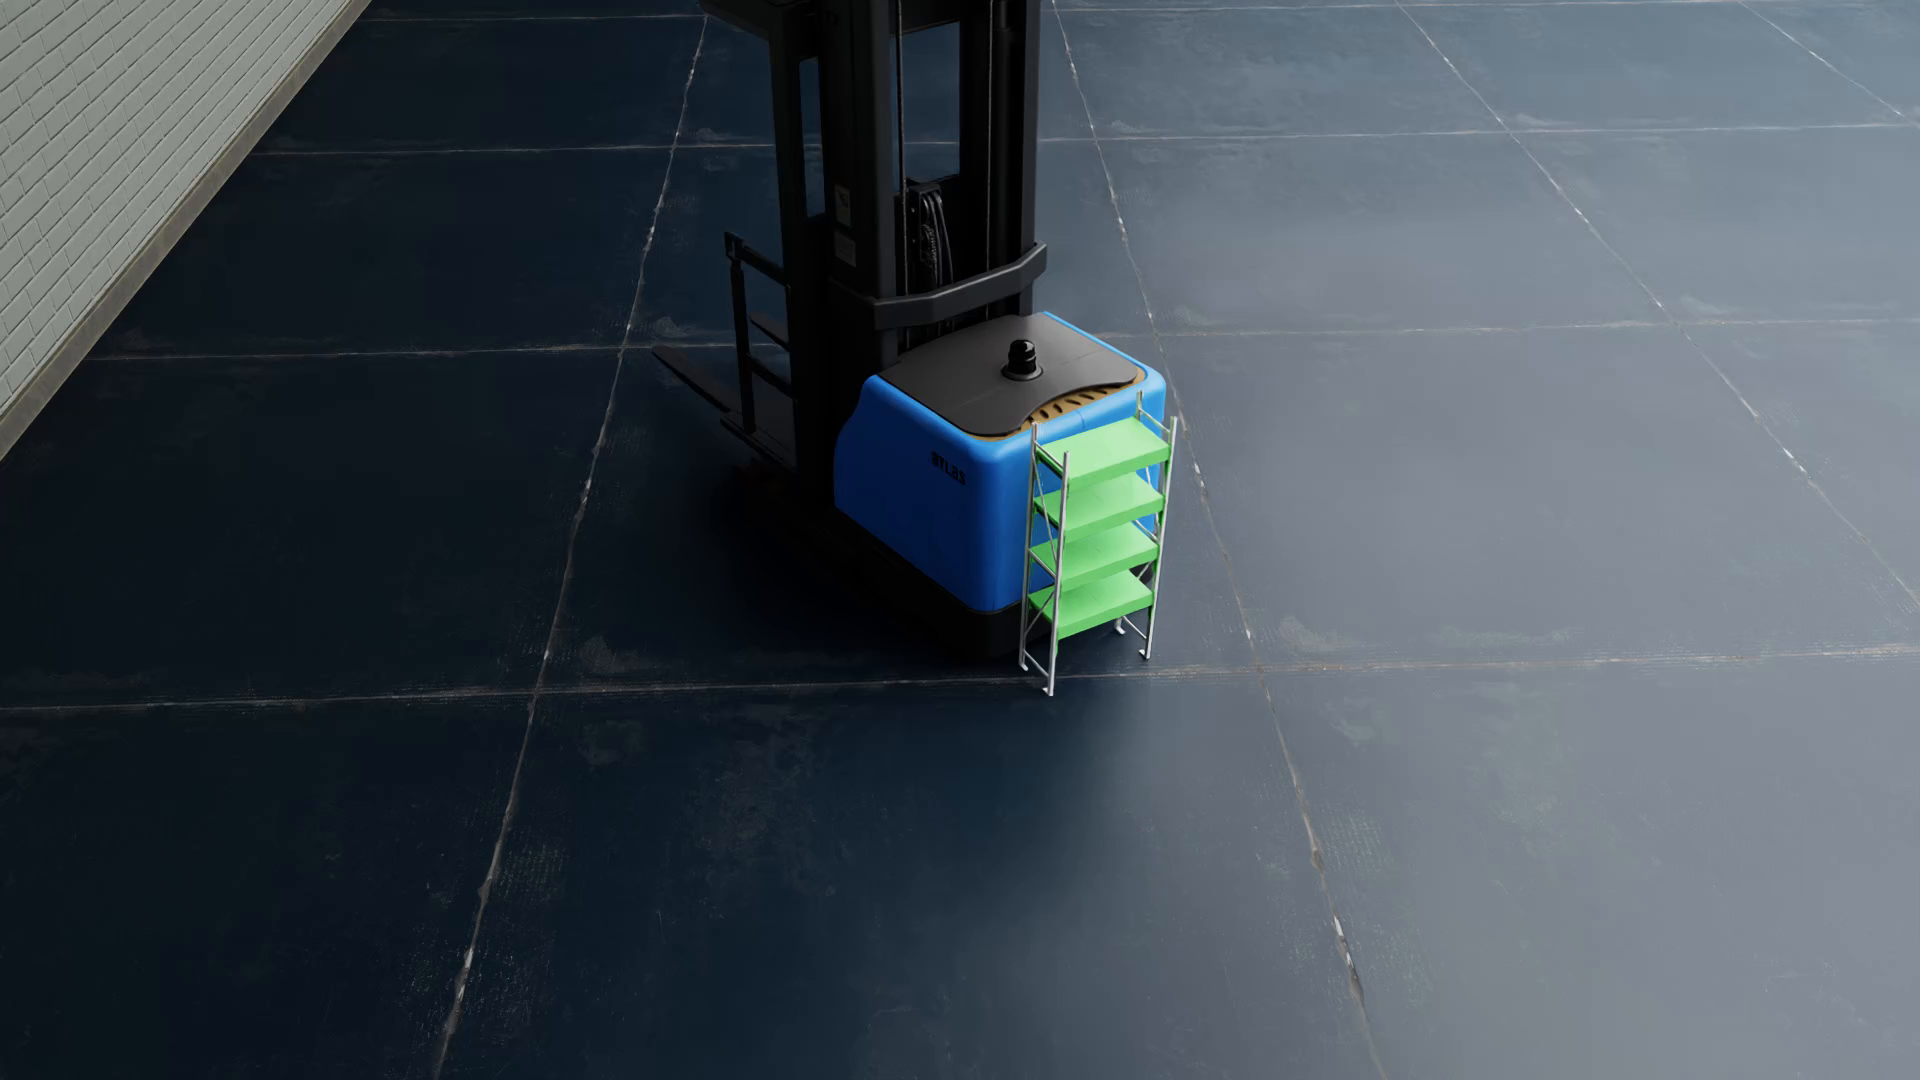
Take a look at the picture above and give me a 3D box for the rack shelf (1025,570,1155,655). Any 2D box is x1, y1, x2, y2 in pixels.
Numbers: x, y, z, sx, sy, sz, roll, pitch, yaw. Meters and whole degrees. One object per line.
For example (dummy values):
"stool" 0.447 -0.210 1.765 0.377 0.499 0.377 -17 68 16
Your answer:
"rack shelf" 0.529 0.272 6.827 0.480 0.148 0.258 -19 41 -25

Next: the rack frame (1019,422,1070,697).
"rack frame" 0.325 0.099 6.543 0.015 1.200 0.240 -19 41 -25

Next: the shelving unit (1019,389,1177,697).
"shelving unit" 0.535 0.028 6.646 0.503 1.200 0.258 -19 41 -25

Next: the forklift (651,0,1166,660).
"forklift" -0.441 -1.485 7.320 1.130 2.935 3.031 -24 41 -31

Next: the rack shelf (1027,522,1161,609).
"rack shelf" 0.534 0.079 6.684 0.480 0.148 0.258 -19 41 -25

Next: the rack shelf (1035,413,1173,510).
"rack shelf" 0.544 -0.305 6.397 0.480 0.148 0.258 -19 41 -25

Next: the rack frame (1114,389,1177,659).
"rack frame" 0.745 -0.043 6.748 0.015 1.200 0.240 -19 41 -25

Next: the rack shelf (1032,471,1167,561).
"rack shelf" 0.539 -0.113 6.540 0.480 0.148 0.258 -19 41 -25
